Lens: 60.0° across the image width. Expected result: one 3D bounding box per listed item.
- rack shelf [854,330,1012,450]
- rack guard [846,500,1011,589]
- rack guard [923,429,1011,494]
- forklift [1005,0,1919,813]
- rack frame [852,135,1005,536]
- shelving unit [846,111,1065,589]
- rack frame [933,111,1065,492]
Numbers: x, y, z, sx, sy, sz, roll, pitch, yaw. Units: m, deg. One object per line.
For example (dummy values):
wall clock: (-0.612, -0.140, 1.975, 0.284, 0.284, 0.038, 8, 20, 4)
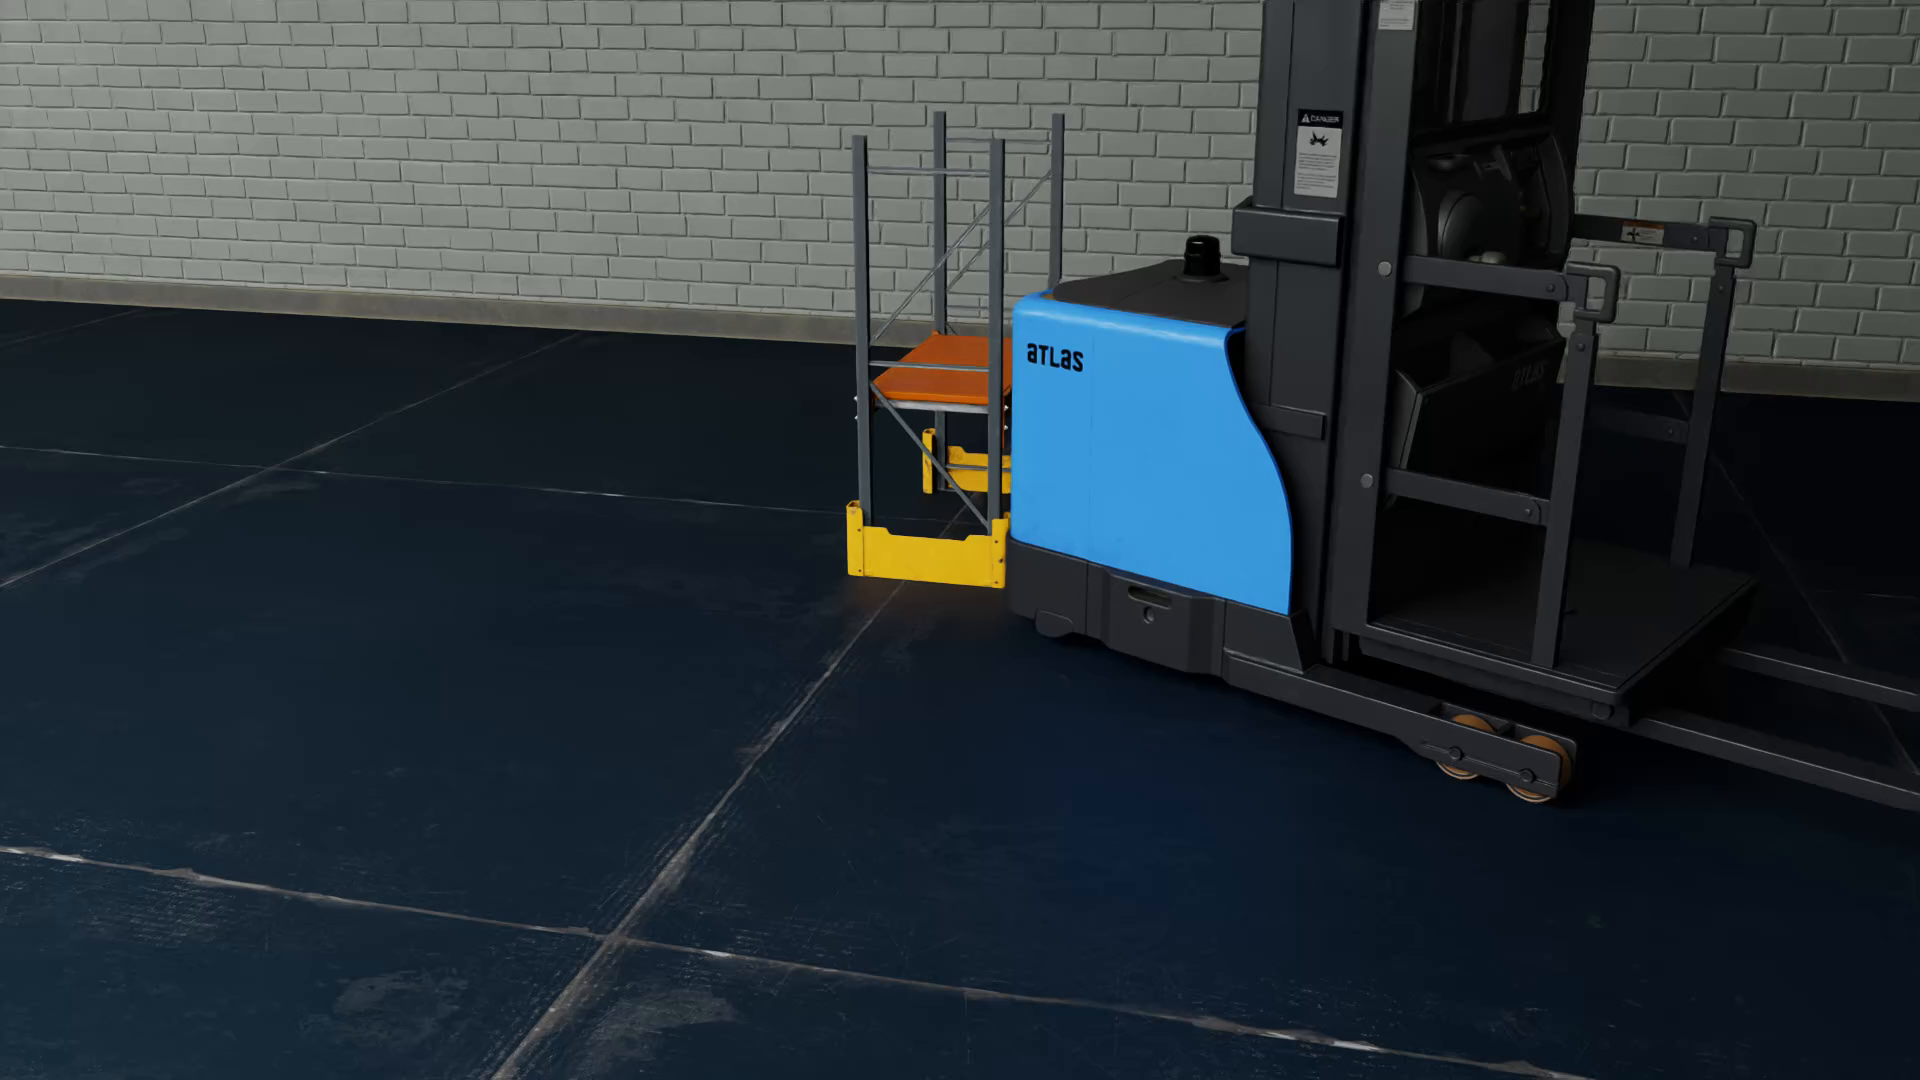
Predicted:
rack shelf: (0.021, -0.566, 6.082, 0.538, 0.185, 1.000, 5, 19, 13)
rack guard: (-0.103, 0.014, 5.760, 0.587, 0.250, 0.087, 5, 19, 13)
rack guard: (0.140, -0.298, 6.674, 0.587, 0.250, 0.087, 5, 19, 13)
forklift: (1.586, -0.911, 4.321, 3.031, 2.935, 1.130, 16, 24, 38)
rack frame: (-0.103, -0.577, 5.557, 0.500, 1.500, 0.032, 5, 19, 13)
shelving unit: (0.019, -0.734, 6.015, 0.587, 1.500, 1.083, 5, 19, 13)
rack frame: (0.145, -0.896, 6.490, 0.500, 1.500, 0.032, 5, 19, 13)
